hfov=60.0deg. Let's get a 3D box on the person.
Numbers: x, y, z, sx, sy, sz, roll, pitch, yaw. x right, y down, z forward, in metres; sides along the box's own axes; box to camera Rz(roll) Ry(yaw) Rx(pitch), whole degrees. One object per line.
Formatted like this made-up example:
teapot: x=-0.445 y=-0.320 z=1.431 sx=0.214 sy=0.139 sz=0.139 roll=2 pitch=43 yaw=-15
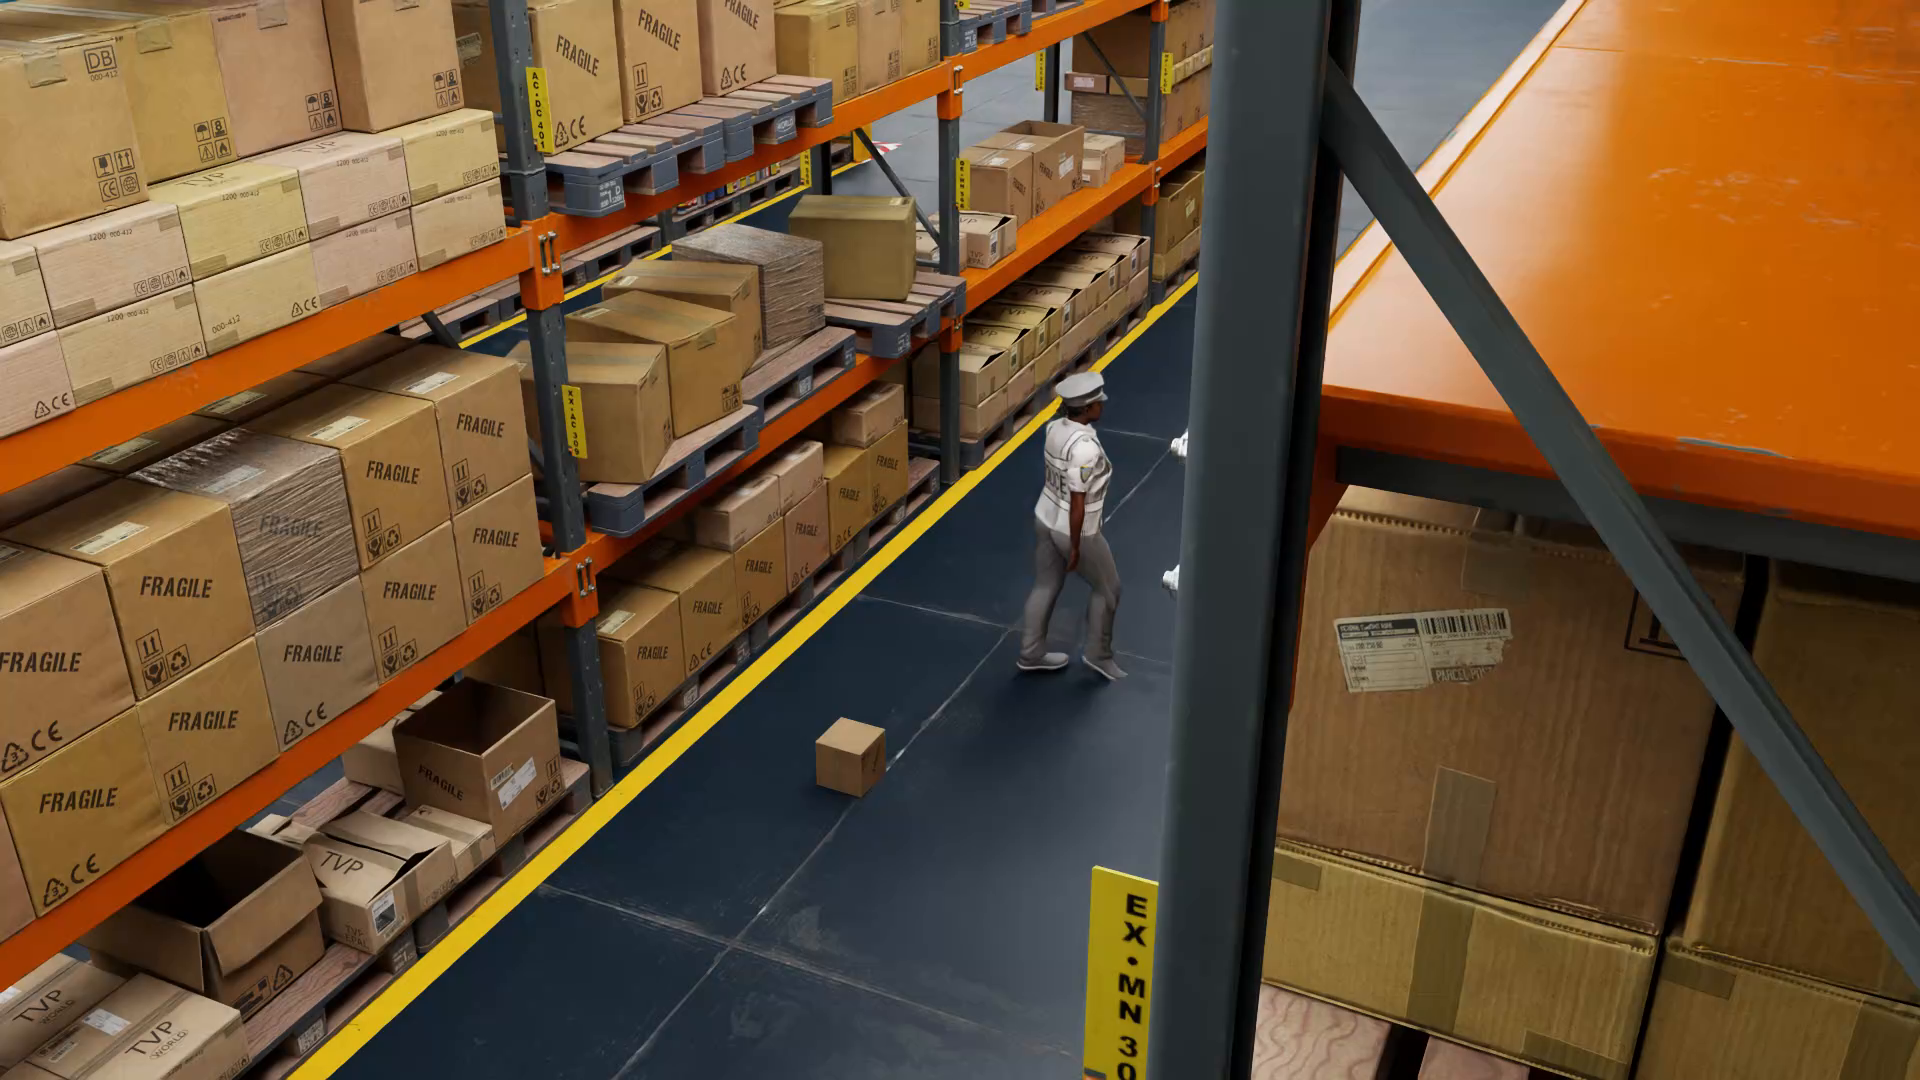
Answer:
person: x=0.583 y=-0.038 z=8.713 sx=0.568 sy=1.744 sz=0.469 roll=-11 pitch=29 yaw=-22
